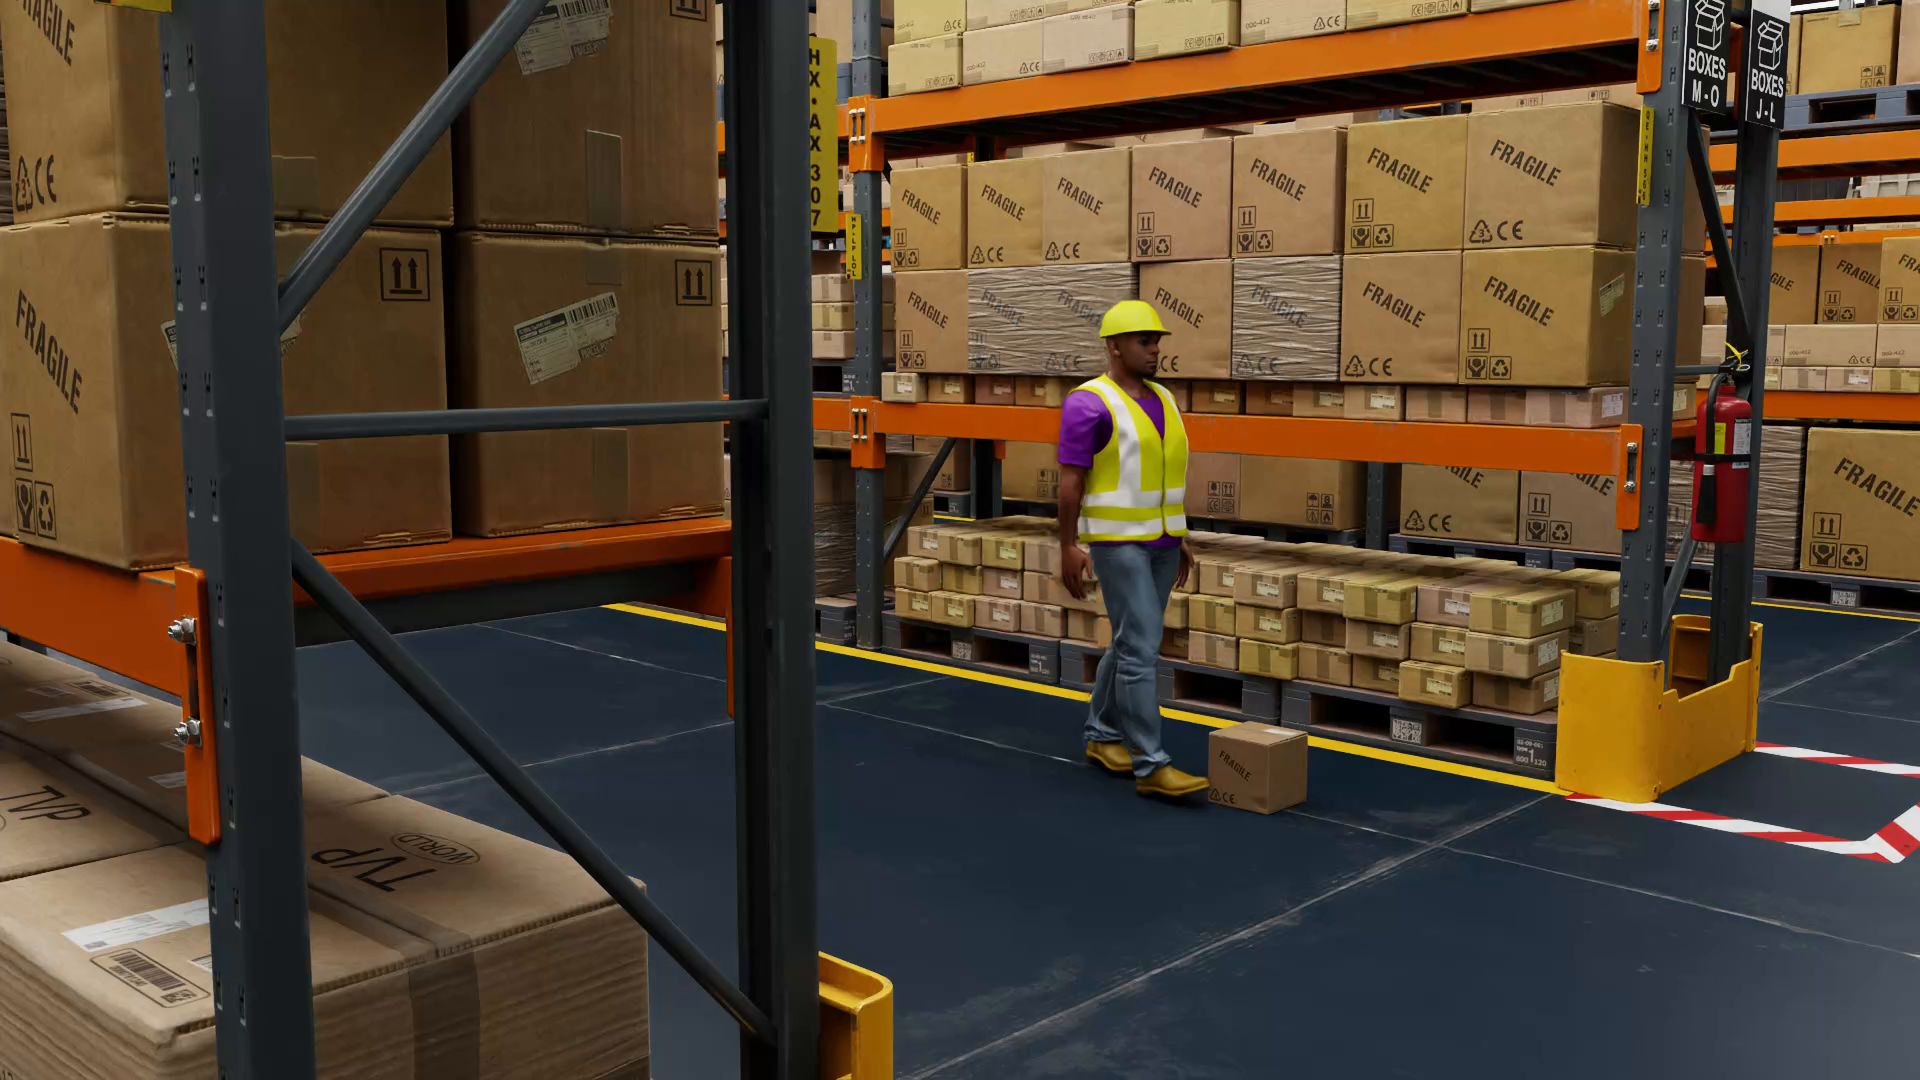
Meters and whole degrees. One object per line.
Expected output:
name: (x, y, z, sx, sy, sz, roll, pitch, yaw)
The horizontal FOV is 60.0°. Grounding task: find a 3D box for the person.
person: (0.691, 0.019, 6.015, 0.585, 1.758, 0.734, -6, 9, -42)
